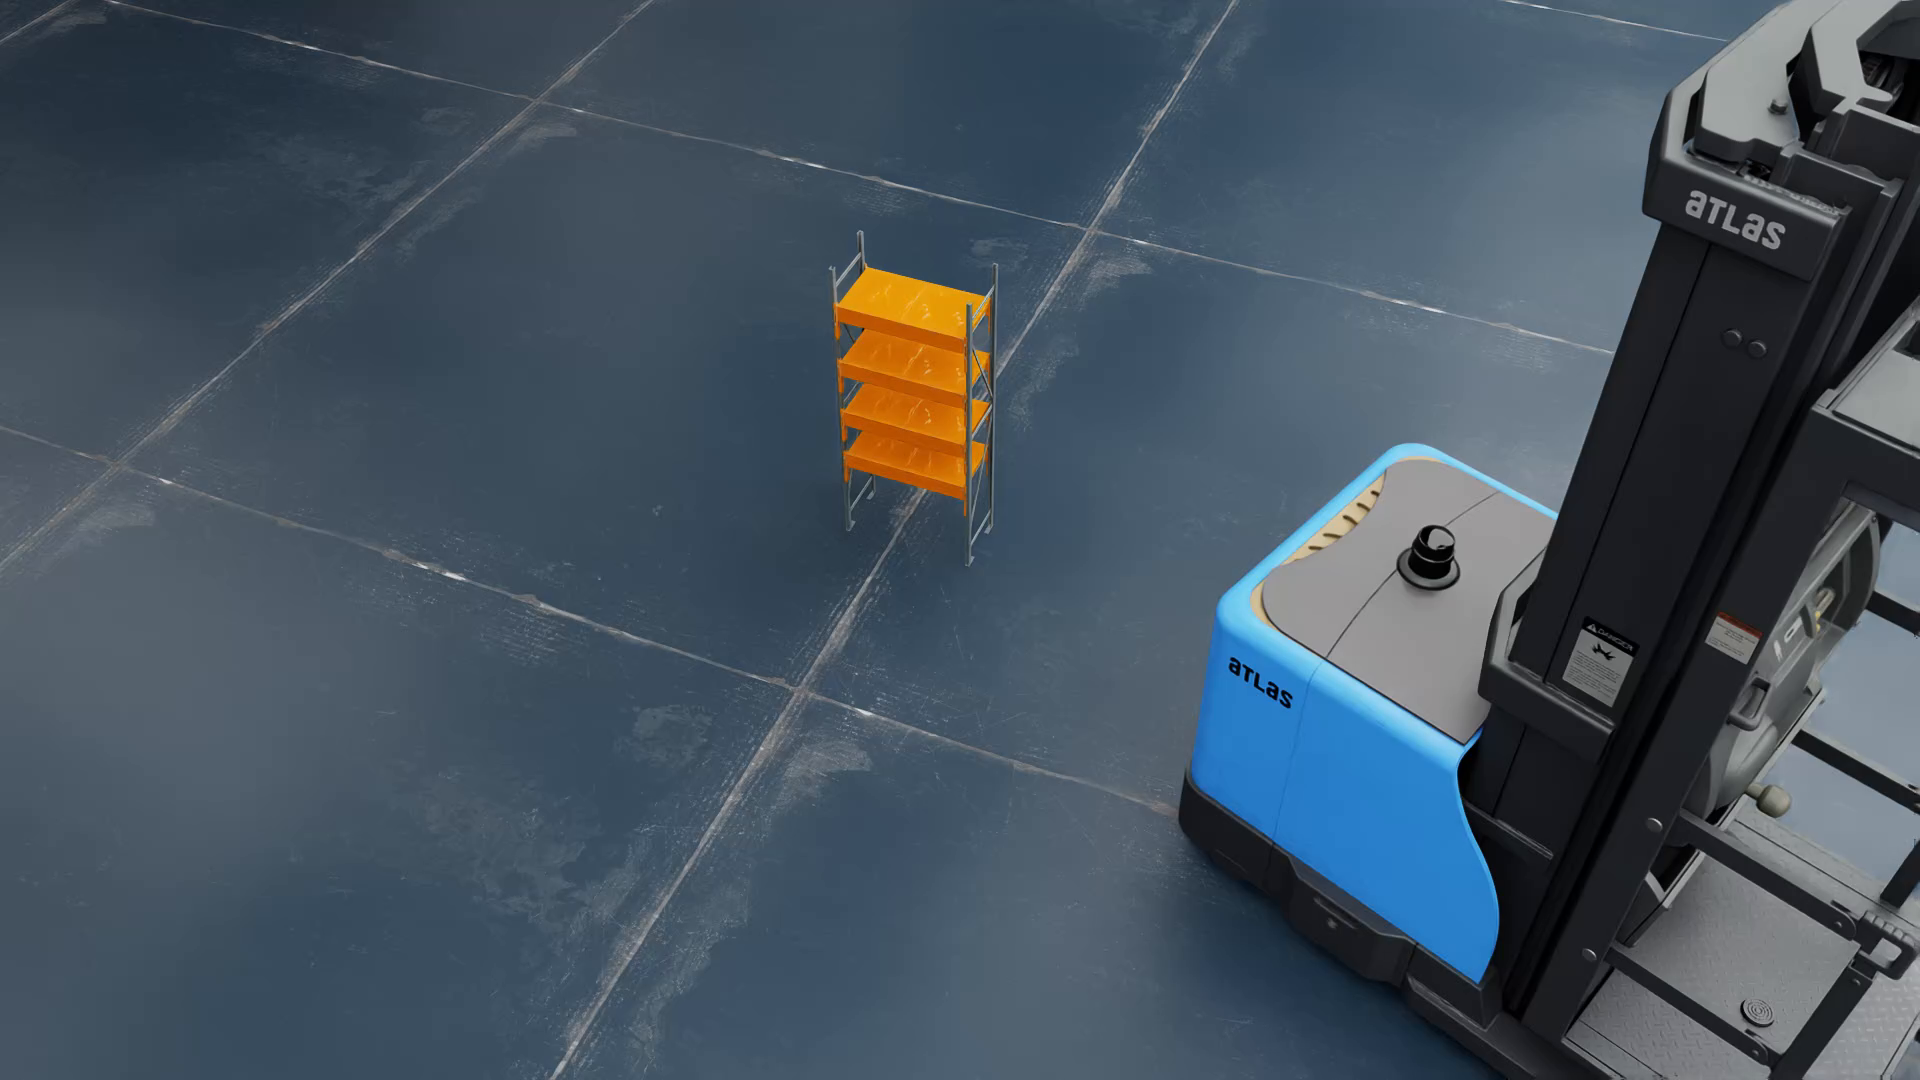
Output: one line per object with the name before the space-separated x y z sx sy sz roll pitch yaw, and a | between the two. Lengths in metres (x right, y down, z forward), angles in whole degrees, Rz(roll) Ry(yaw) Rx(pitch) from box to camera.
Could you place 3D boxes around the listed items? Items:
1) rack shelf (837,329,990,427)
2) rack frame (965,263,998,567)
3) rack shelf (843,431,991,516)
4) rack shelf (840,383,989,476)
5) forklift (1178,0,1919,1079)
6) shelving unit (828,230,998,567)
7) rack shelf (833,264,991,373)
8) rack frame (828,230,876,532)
rack shelf | -0.153 -0.581 5.762 0.480 0.148 0.258 16 47 16
rack frame | 0.072 -0.404 5.805 0.015 1.200 0.240 16 47 16
rack shelf | -0.153 -0.282 6.059 0.480 0.148 0.258 16 47 16
rack shelf | -0.153 -0.423 5.919 0.480 0.148 0.258 16 47 16
forklift | 2.108 0.363 3.807 3.031 2.935 1.130 34 54 29
shelving unit | -0.153 -0.470 5.872 0.503 1.200 0.258 16 47 16
rack shelf | -0.153 -0.749 5.595 0.480 0.148 0.258 16 47 16
rack frame | -0.378 -0.537 5.939 0.015 1.200 0.240 16 47 16
